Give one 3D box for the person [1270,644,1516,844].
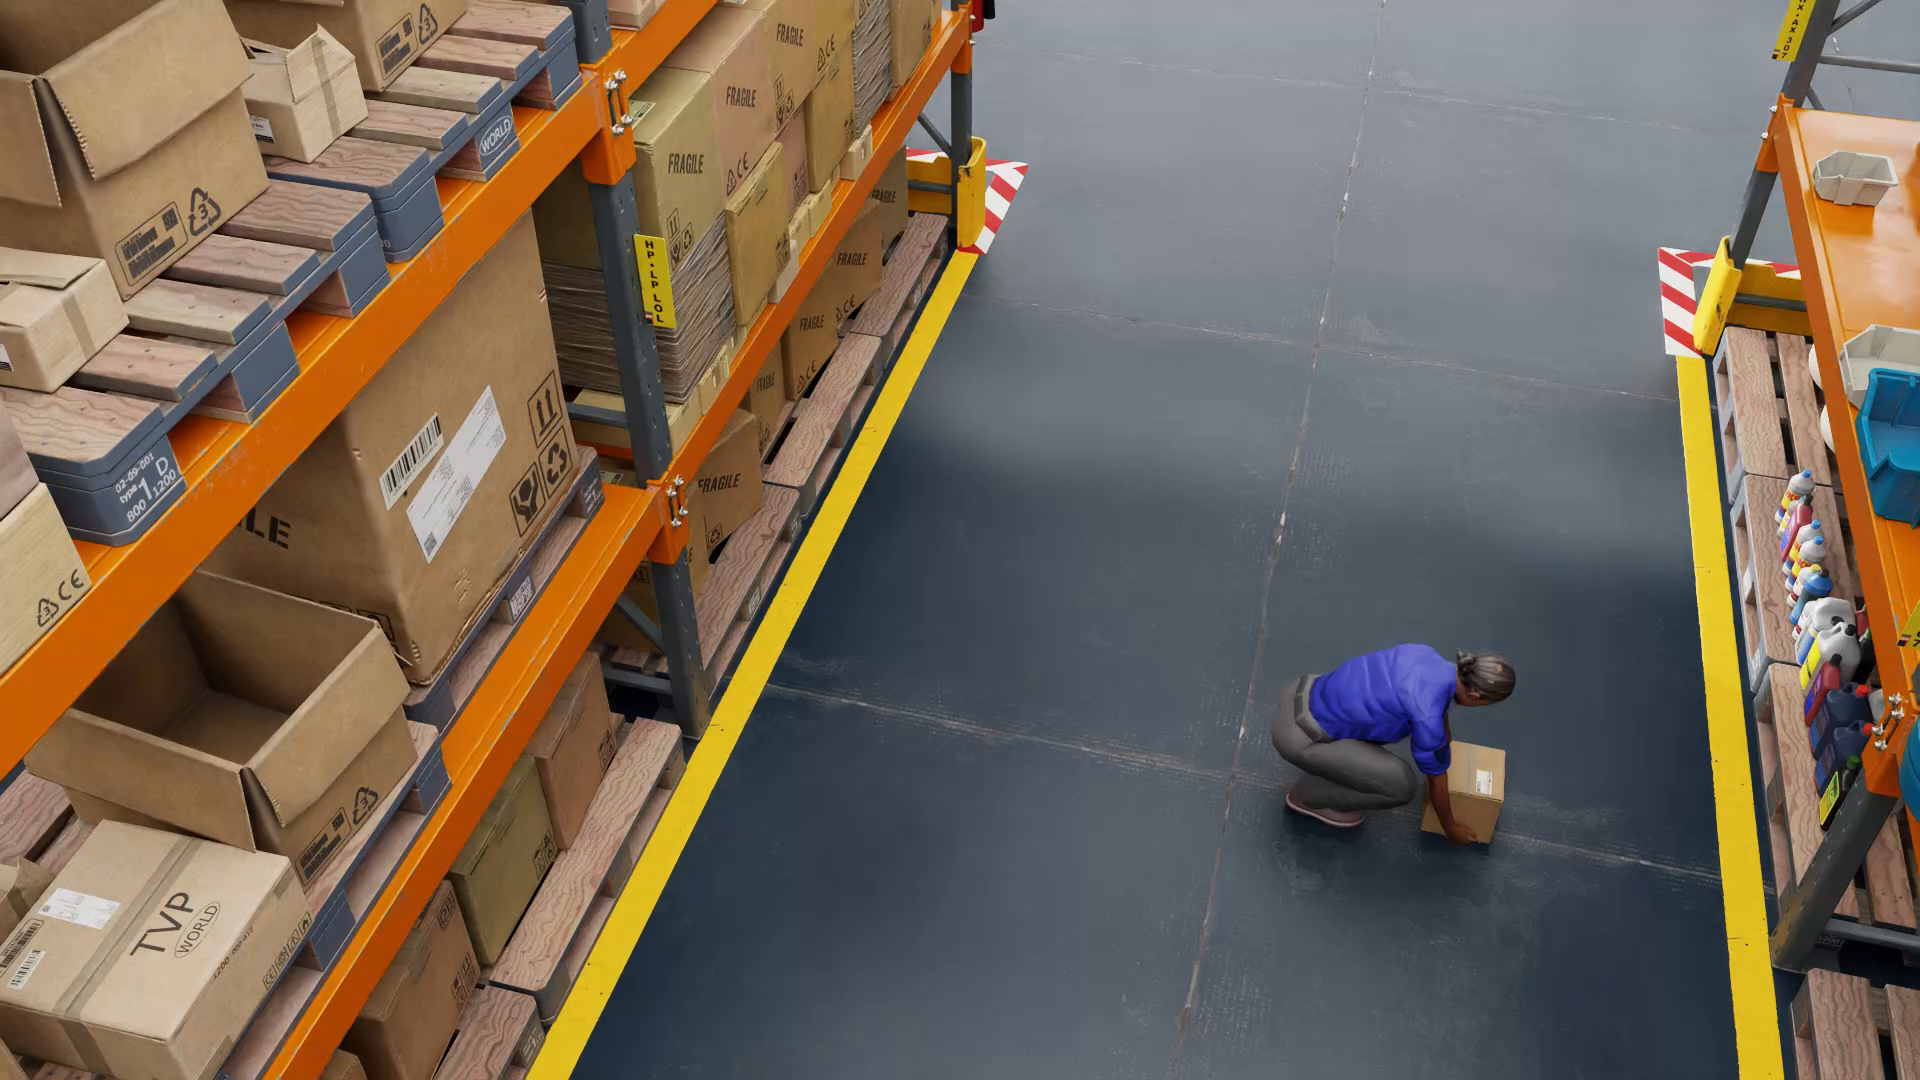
[{"bbox_3d":[1.550,0.703,6.080,0.813,0.814,0.471,10,42,11],"label":"person"}]
